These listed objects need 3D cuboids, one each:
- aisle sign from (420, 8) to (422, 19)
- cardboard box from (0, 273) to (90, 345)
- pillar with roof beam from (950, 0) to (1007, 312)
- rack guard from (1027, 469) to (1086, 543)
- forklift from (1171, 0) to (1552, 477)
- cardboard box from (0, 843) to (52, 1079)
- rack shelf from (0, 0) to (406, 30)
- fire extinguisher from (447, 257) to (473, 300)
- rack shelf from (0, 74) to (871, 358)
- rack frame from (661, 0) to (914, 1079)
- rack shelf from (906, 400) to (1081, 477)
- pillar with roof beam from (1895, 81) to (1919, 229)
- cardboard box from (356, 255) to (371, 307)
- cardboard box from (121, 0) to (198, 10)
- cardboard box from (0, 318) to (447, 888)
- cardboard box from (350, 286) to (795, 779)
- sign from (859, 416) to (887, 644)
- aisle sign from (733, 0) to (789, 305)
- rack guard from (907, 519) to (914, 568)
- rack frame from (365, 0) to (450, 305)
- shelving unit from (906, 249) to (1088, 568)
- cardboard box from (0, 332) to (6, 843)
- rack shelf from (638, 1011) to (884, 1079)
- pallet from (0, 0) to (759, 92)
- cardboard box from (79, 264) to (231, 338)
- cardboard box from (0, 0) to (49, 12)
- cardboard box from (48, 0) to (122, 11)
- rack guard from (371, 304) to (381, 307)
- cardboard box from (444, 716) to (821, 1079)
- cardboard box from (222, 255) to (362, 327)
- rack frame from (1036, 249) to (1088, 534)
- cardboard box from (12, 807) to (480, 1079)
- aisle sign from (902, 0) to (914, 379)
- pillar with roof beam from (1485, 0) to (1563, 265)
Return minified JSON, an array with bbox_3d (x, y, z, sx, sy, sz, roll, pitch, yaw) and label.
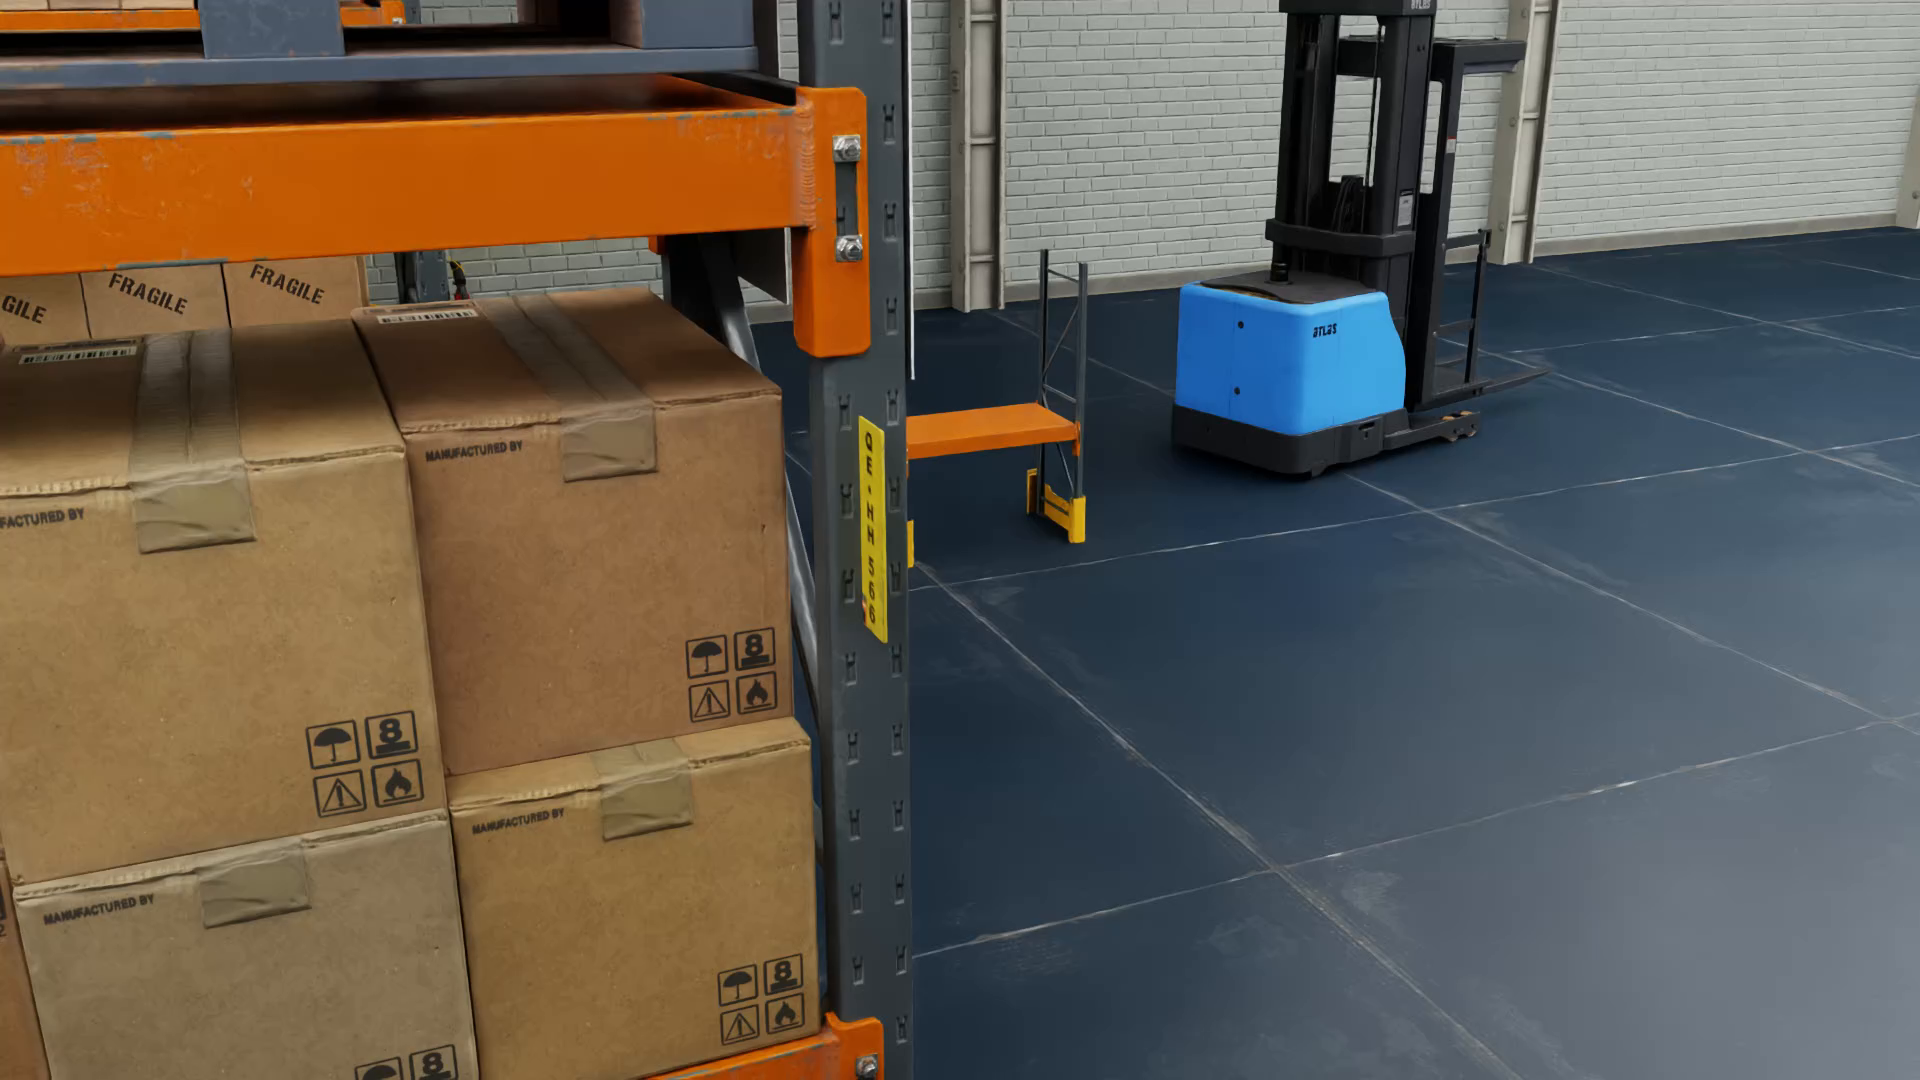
[{"bbox_3d":[-2.213,-2.166,6.743,0.004,0.787,0.394,-8,21,-22],"label":"aisle sign"},{"bbox_3d":[-3.696,-0.923,6.529,0.500,0.500,0.500,-8,21,-22],"label":"cardboard box"},{"bbox_3d":[1.864,-5.023,9.738,0.400,9.000,9.100,-8,21,-22],"label":"pillar with roof beam"},{"bbox_3d":[0.527,-0.193,9.195,0.087,0.250,0.587,-8,21,-22],"label":"rack guard"},{"bbox_3d":[2.811,-2.146,10.703,3.031,2.935,1.130,-15,24,-37],"label":"forklift"},{"bbox_3d":[-1.714,0.582,2.626,0.550,0.550,0.875,-8,21,-22],"label":"cardboard box"},{"bbox_3d":[-4.221,-1.833,6.277,4.000,0.370,1.077,-8,21,-22],"label":"rack shelf"},{"bbox_3d":[-2.097,-0.858,7.060,0.183,0.674,0.296,-8,21,-22],"label":"fire extinguisher"},{"bbox_3d":[-2.168,-0.336,2.028,4.000,0.370,1.077,-8,21,-22],"label":"rack shelf"},{"bbox_3d":[-0.330,0.477,3.151,0.053,2.616,0.949,-8,21,-22],"label":"rack frame"},{"bbox_3d":[0.078,-0.549,8.865,1.000,0.185,0.538,-8,21,-22],"label":"rack shelf"},{"bbox_3d":[12.882,-6.601,14.221,0.400,9.000,9.100,-8,21,-22],"label":"pillar with roof beam"},{"bbox_3d":[-2.930,-1.230,7.400,0.500,0.500,0.500,-8,21,-23],"label":"cardboard box"},{"bbox_3d":[-3.075,-2.117,6.380,0.250,0.149,0.380,-7,21,-20],"label":"cardboard box"},{"bbox_3d":[-1.156,0.033,2.559,0.550,0.550,0.875,-8,21,-22],"label":"cardboard box"},{"bbox_3d":[-0.687,-0.067,2.844,0.550,0.550,0.875,-8,21,-22],"label":"cardboard box"},{"bbox_3d":[-0.129,-0.015,2.447,0.005,0.325,0.100,-8,21,-22],"label":"sign"},{"bbox_3d":[-0.385,-0.851,3.008,0.004,0.787,0.394,-8,21,-22],"label":"aisle sign"},{"bbox_3d":[-0.387,-0.062,8.823,0.087,0.250,0.587,-8,21,-22],"label":"rack guard"},{"bbox_3d":[-2.385,-1.020,7.403,0.127,3.000,1.000,-8,21,-22],"label":"rack frame"},{"bbox_3d":[0.070,-0.717,8.801,1.083,1.500,0.587,-8,21,-22],"label":"shelving unit"},{"bbox_3d":[-1.724,0.066,2.467,0.550,0.550,0.875,-8,21,-22],"label":"cardboard box"},{"bbox_3d":[-2.168,1.078,2.526,4.000,0.370,1.077,-8,21,-22],"label":"rack shelf"},{"bbox_3d":[-1.008,-0.796,2.384,1.213,0.211,1.003,-8,21,-22],"label":"pallet"},{"bbox_3d":[-3.236,-0.988,6.713,0.500,0.500,0.500,-8,21,-22],"label":"cardboard box"},{"bbox_3d":[-3.544,-2.057,6.209,0.250,0.149,0.380,-8,21,-22],"label":"cardboard box"},{"bbox_3d":[-3.334,-2.104,6.343,0.250,0.149,0.380,-8,21,-21],"label":"cardboard box"},{"bbox_3d":[-4.332,-1.358,12.125,0.348,0.500,1.175,-8,21,-22],"label":"rack guard"},{"bbox_3d":[-0.654,0.468,2.951,0.550,0.550,0.875,-8,21,-22],"label":"cardboard box"},{"bbox_3d":[-2.774,-1.052,6.896,0.500,0.500,0.500,-9,21,-23],"label":"cardboard box"},{"bbox_3d":[0.545,-0.786,8.995,0.032,1.500,0.500,-8,21,-22],"label":"rack frame"},{"bbox_3d":[-1.150,0.547,2.726,0.550,0.550,0.875,-8,21,-22],"label":"cardboard box"},{"bbox_3d":[-0.147,-0.668,2.489,0.004,0.787,0.394,-8,21,-22],"label":"aisle sign"},{"bbox_3d":[7.373,-5.812,11.980,0.400,9.000,9.100,-8,21,-22],"label":"pillar with roof beam"}]
